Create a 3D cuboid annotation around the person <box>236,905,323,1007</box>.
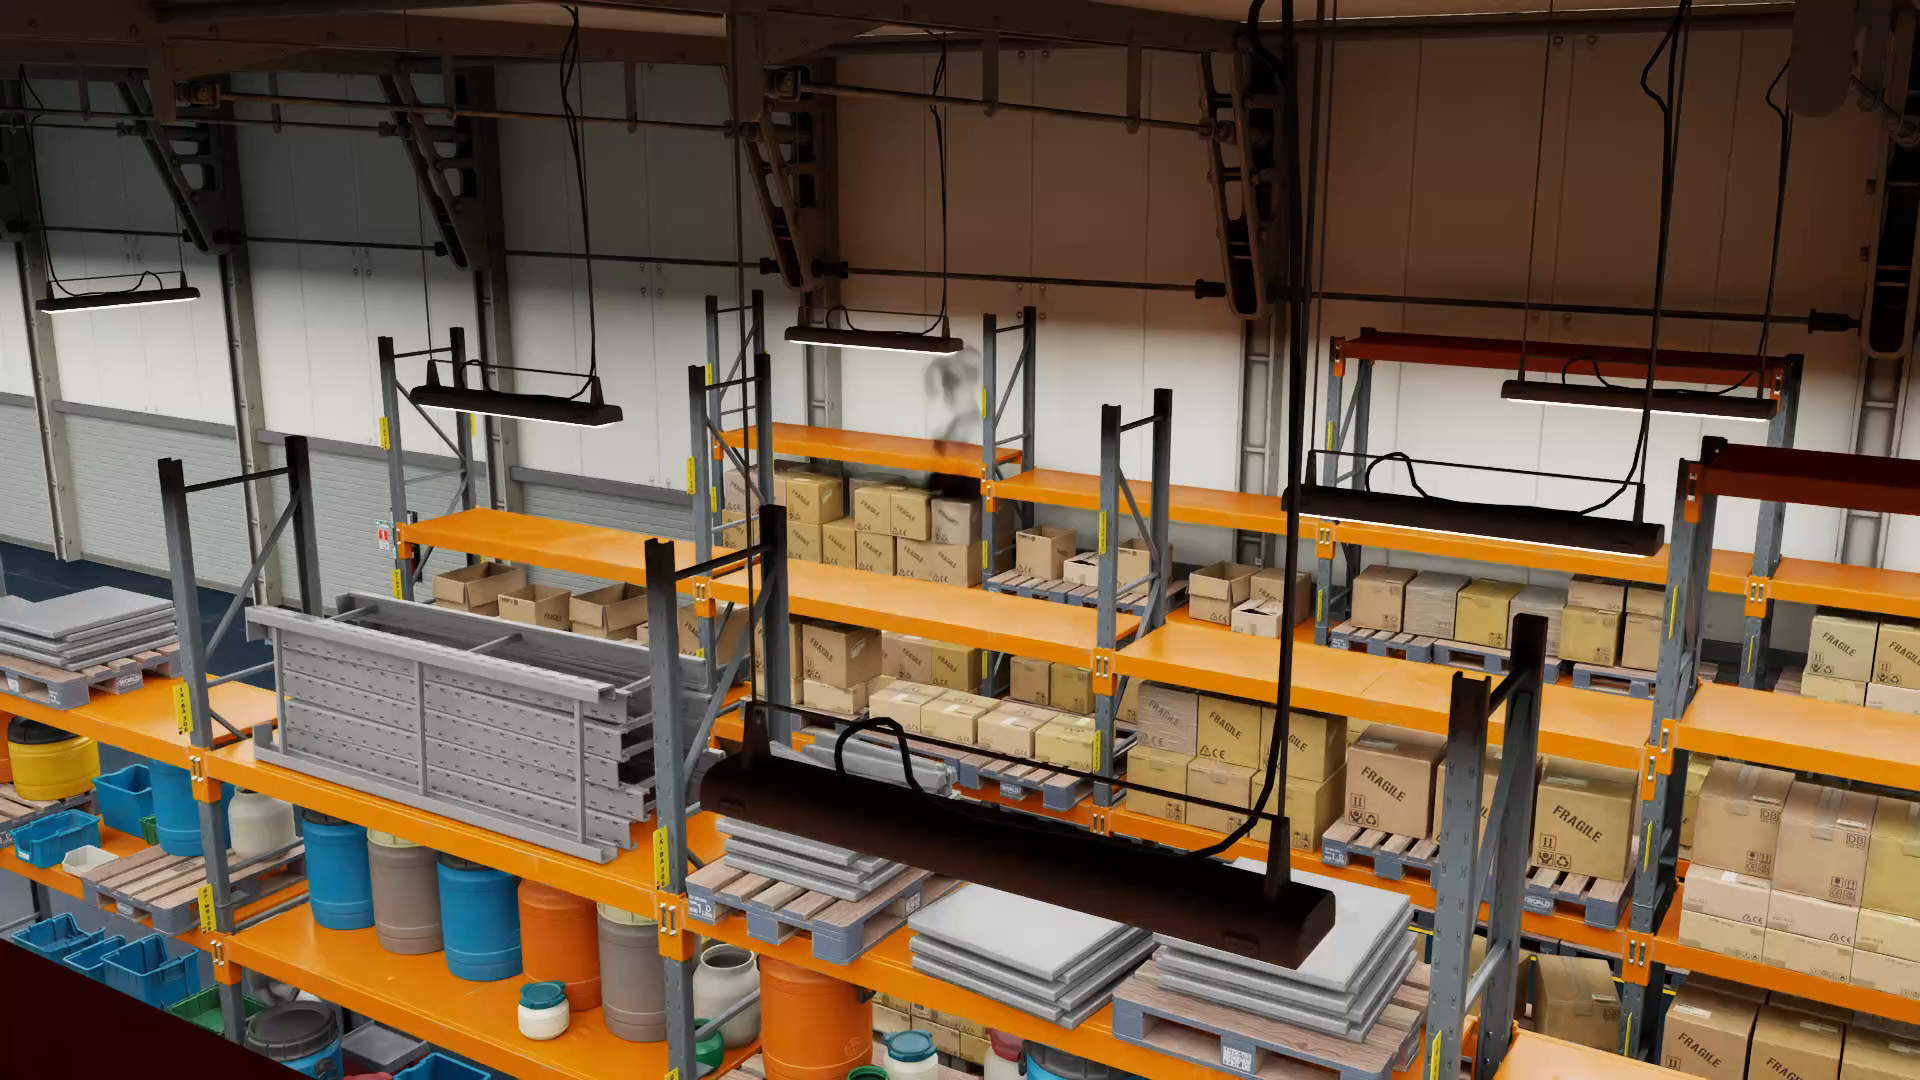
[{"bbox_3d":[-6.146,3.704,14.800,0.782,1.734,0.677,7,16,27],"label":"person"}]
